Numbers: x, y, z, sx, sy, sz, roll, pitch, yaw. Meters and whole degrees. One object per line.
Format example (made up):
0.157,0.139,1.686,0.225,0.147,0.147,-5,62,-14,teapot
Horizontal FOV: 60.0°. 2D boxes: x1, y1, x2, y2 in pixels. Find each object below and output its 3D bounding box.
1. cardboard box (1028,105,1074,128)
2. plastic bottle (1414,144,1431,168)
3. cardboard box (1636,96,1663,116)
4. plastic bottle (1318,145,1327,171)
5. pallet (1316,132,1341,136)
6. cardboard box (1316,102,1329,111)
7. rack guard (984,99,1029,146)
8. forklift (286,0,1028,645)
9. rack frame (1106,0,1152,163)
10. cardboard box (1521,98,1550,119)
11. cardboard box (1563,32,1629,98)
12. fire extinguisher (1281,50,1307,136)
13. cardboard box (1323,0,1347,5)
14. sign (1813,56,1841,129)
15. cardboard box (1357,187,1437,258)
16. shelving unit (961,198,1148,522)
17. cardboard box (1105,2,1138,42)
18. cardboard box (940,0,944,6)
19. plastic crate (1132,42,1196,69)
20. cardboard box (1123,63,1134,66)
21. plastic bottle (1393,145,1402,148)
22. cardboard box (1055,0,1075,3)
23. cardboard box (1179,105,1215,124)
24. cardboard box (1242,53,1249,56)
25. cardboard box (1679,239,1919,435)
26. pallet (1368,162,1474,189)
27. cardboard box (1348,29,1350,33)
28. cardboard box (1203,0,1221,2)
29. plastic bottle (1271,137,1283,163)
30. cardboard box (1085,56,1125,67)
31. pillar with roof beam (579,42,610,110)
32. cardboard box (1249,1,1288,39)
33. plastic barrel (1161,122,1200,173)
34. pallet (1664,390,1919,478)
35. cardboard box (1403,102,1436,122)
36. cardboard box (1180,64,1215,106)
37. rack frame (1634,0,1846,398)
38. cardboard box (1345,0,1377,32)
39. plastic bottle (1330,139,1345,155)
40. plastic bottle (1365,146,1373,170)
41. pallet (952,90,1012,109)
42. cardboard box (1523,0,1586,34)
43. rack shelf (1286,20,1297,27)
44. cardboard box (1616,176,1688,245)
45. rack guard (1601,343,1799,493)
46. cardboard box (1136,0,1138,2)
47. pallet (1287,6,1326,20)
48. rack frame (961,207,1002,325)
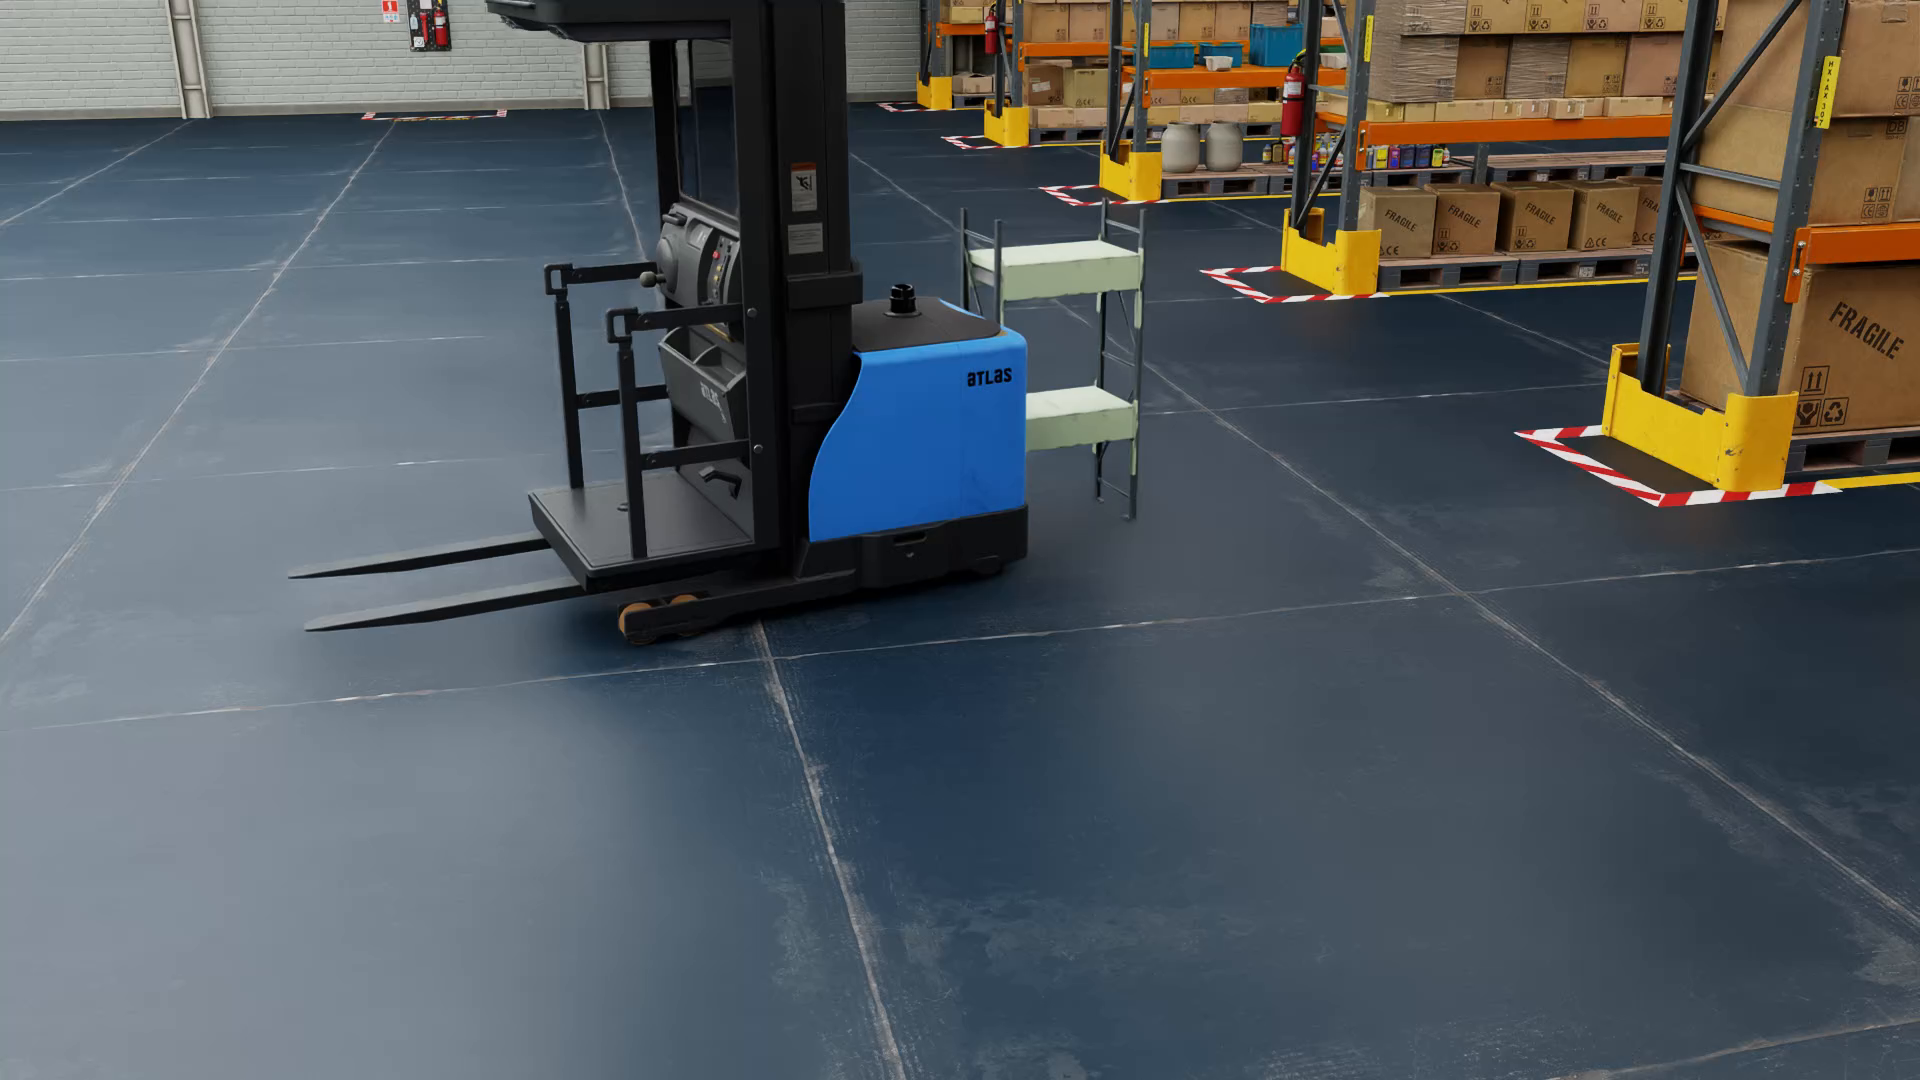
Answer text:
1.224,-5.714,22.440,0.500,0.250,0.500,-5,21,-12,cardboard box
5.120,-4.314,18.442,0.185,0.351,0.144,-5,21,-14,plastic bottle
5.450,-3.525,13.442,0.250,0.149,0.380,-5,21,-12,cardboard box
3.957,-4.174,18.175,0.097,0.271,0.097,0,20,0,plastic bottle
5.252,-5.919,23.666,1.213,0.211,1.003,-5,21,-12,pallet
4.993,-6.012,23.253,0.500,0.250,0.500,-5,21,-14,cardboard box
0.628,-5.665,22.552,0.348,0.500,1.175,-5,21,-12,rack guard
-1.252,-1.163,6.727,3.031,2.935,1.130,-10,22,-25,forklift
1.787,-5.182,17.600,0.127,3.000,1.000,-5,21,-12,rack frame
4.474,-3.450,13.237,0.250,0.149,0.380,-5,21,-12,cardboard box
4.913,-3.886,13.483,0.500,0.500,0.875,-5,21,-12,cardboard box
2.710,-3.633,13.484,0.183,0.674,0.296,-5,21,-12,fire extinguisher
6.300,-9.291,28.032,0.500,0.500,0.700,-7,21,-18,cardboard box
4.092,-2.113,7.849,0.005,0.325,0.100,-5,21,-12,sign
3.539,-2.591,13.551,0.500,0.500,0.500,-1,20,-2,cardboard box
0.429,-0.806,7.835,0.755,1.500,0.431,-9,22,-22,shelving unit
2.103,-7.000,22.419,0.500,0.500,0.700,-5,21,-12,cardboard box
-0.082,-8.898,26.842,0.500,0.500,0.500,-5,21,-13,cardboard box
2.206,-5.252,18.007,0.616,0.251,0.499,-5,21,-12,plastic crate
2.561,-6.364,23.123,0.500,0.500,0.500,-5,21,-12,cardboard box
4.874,-4.311,18.543,0.135,0.276,0.152,-5,21,-12,plastic bottle
1.339,-7.173,21.946,0.250,0.149,0.380,-5,21,-14,cardboard box
3.171,-5.872,22.872,0.500,0.250,0.500,-5,21,-12,cardboard box
4.541,-8.300,28.015,0.500,0.250,0.500,-5,21,-14,cardboard box
4.615,-1.131,9.020,0.875,0.875,0.875,-5,21,-12,cardboard box
5.017,-4.150,18.837,1.213,0.211,1.003,-5,21,-12,pallet
5.453,-7.041,23.039,0.250,0.149,0.380,-5,21,-12,cardboard box
3.338,-7.335,22.390,0.250,0.149,0.380,-5,21,-13,cardboard box
3.583,-4.421,18.831,0.133,0.283,0.061,-4,21,-11,plastic bottle
2.400,-7.752,27.611,0.500,0.500,0.500,-6,21,-17,cardboard box
-4.858,-9.744,21.332,0.400,9.000,9.100,-5,21,-12,pillar with roof beam
4.114,-7.167,22.872,0.500,0.500,0.700,-5,21,-14,cardboard box
2.410,-4.289,18.168,0.421,0.512,0.421,0,20,0,plastic barrel
4.730,-0.636,9.244,1.213,0.211,1.003,-5,21,-12,pallet
3.507,-3.362,12.997,0.250,0.149,0.380,-5,21,-12,cardboard box
3.168,-6.229,22.754,0.500,0.500,0.500,-5,21,-12,cardboard box
3.970,-1.856,8.520,0.127,3.000,1.000,-5,21,-12,rack frame
3.406,-4.306,13.178,0.500,0.500,0.500,-5,21,-12,cardboard box
4.260,-4.405,18.799,0.135,0.276,0.152,-5,21,-12,plastic bottle
4.460,-4.226,18.312,0.135,0.276,0.152,-4,21,-11,plastic bottle
0.380,-7.247,27.292,1.213,0.211,1.003,-5,21,-12,pallet
4.500,-4.210,12.914,0.500,0.500,0.500,-5,21,-12,cardboard box
5.347,-8.635,28.073,4.000,0.370,1.077,-5,21,-12,rack shelf
5.866,-2.798,14.115,0.500,0.500,0.500,2,20,5,cardboard box
3.947,-0.680,8.945,0.348,0.500,1.175,-5,21,-12,rack guard
2.336,-7.253,22.166,0.250,0.149,0.380,-5,21,-13,cardboard box
5.376,-8.871,27.949,1.213,0.211,1.003,-5,21,-12,pallet
0.093,-0.756,7.697,0.023,1.500,0.400,-9,22,-22,rack frame
